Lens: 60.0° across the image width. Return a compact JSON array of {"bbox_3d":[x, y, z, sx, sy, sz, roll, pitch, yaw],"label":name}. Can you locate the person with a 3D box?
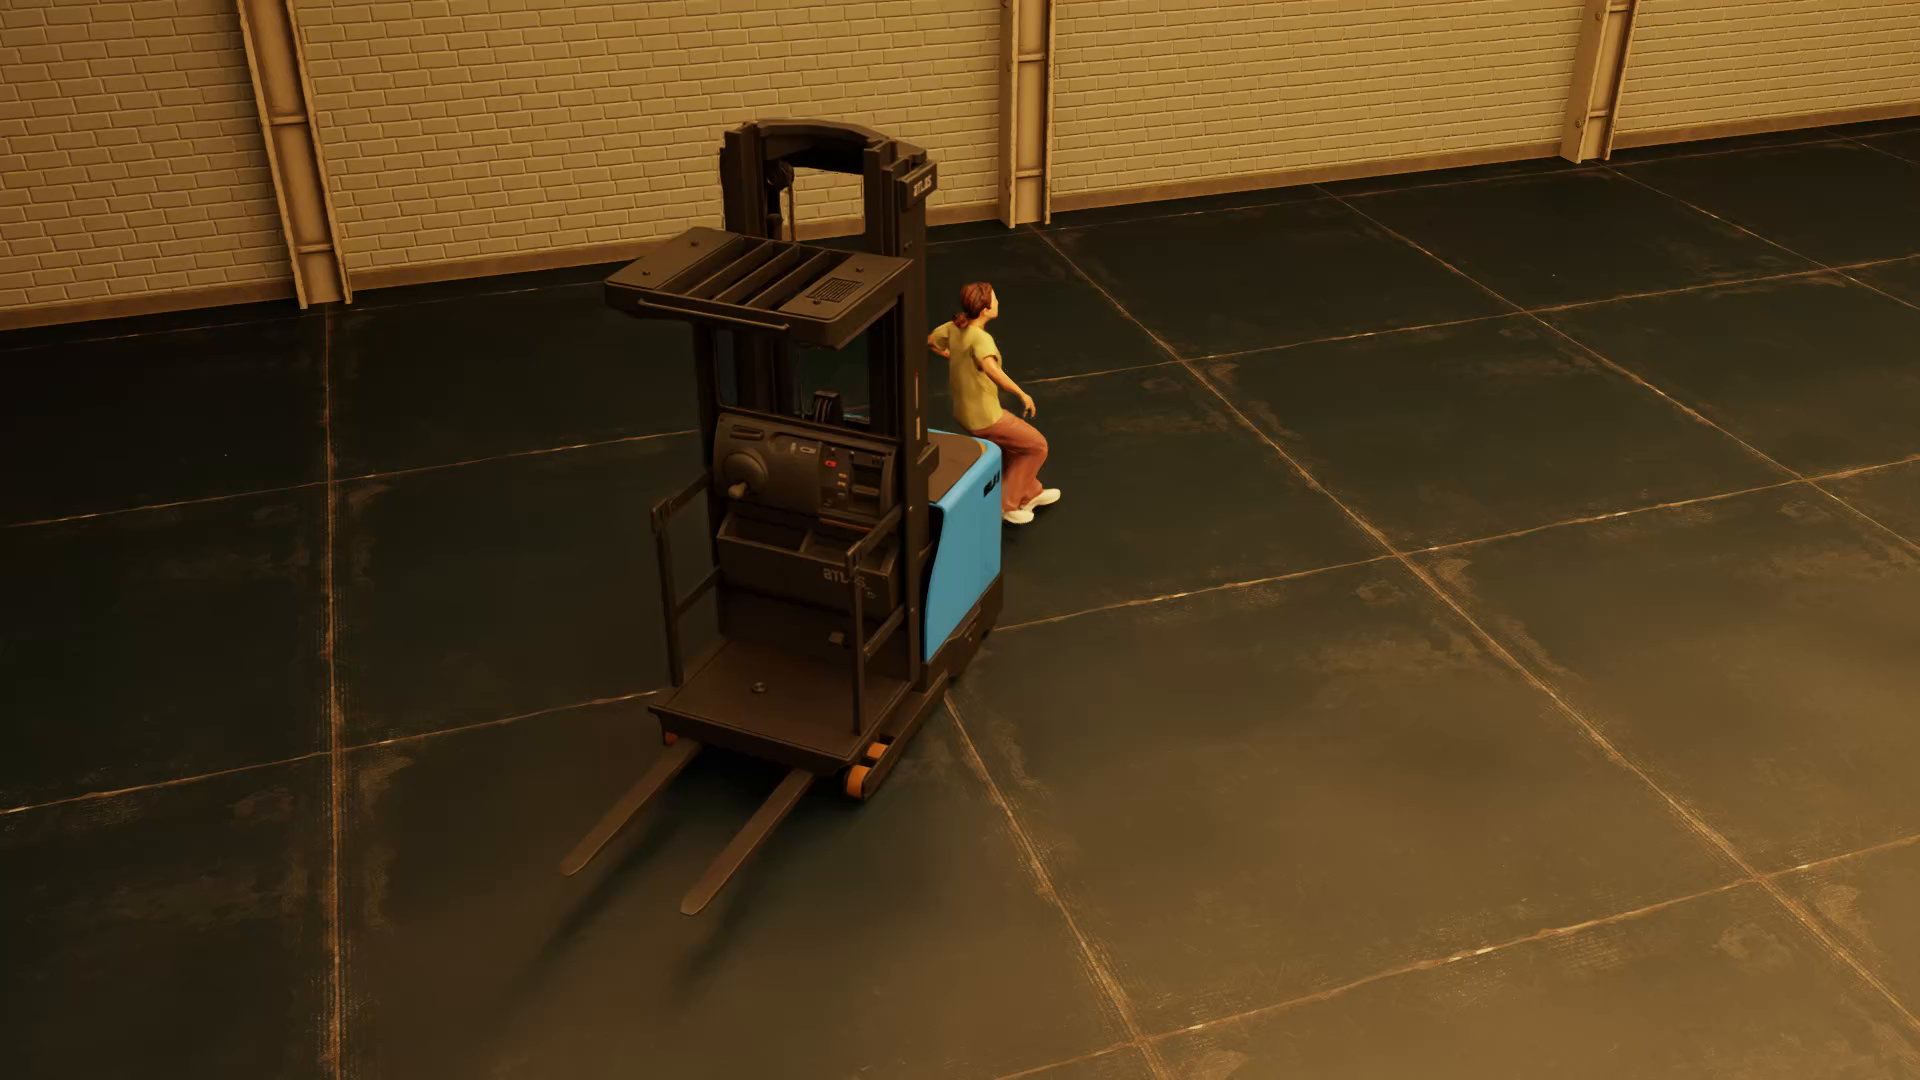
[{"bbox_3d":[0.292,-0.803,9.776,0.803,1.564,0.904,-12,32,-20],"label":"person"}]

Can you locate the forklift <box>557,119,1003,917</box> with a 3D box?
[{"bbox_3d":[-0.814,-0.281,7.575,1.130,2.935,3.031,12,32,20],"label":"forklift"}]
